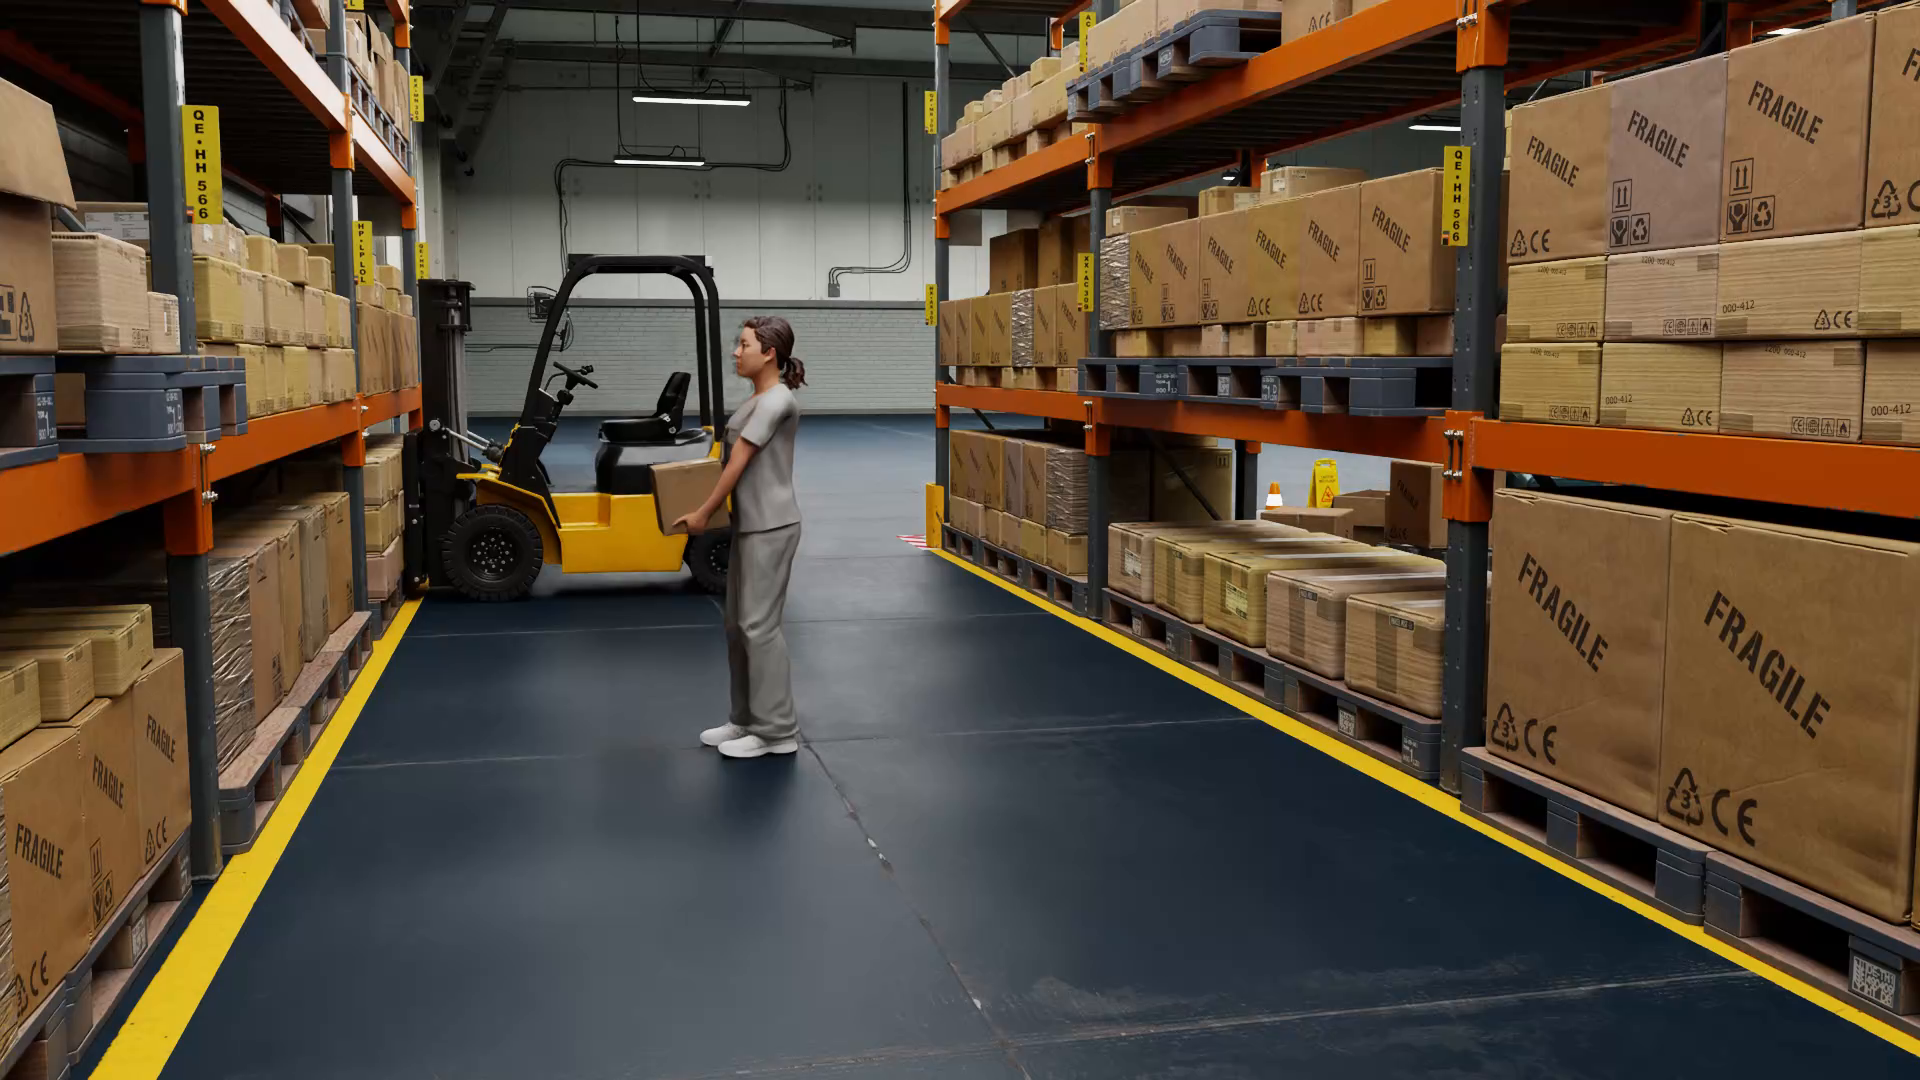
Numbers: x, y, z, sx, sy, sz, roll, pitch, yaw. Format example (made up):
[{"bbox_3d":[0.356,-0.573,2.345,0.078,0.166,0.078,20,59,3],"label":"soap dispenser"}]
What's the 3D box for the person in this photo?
[{"bbox_3d":[-0.837,-0.016,6.348,0.536,1.669,0.409,-2,6,-14],"label":"person"}]
